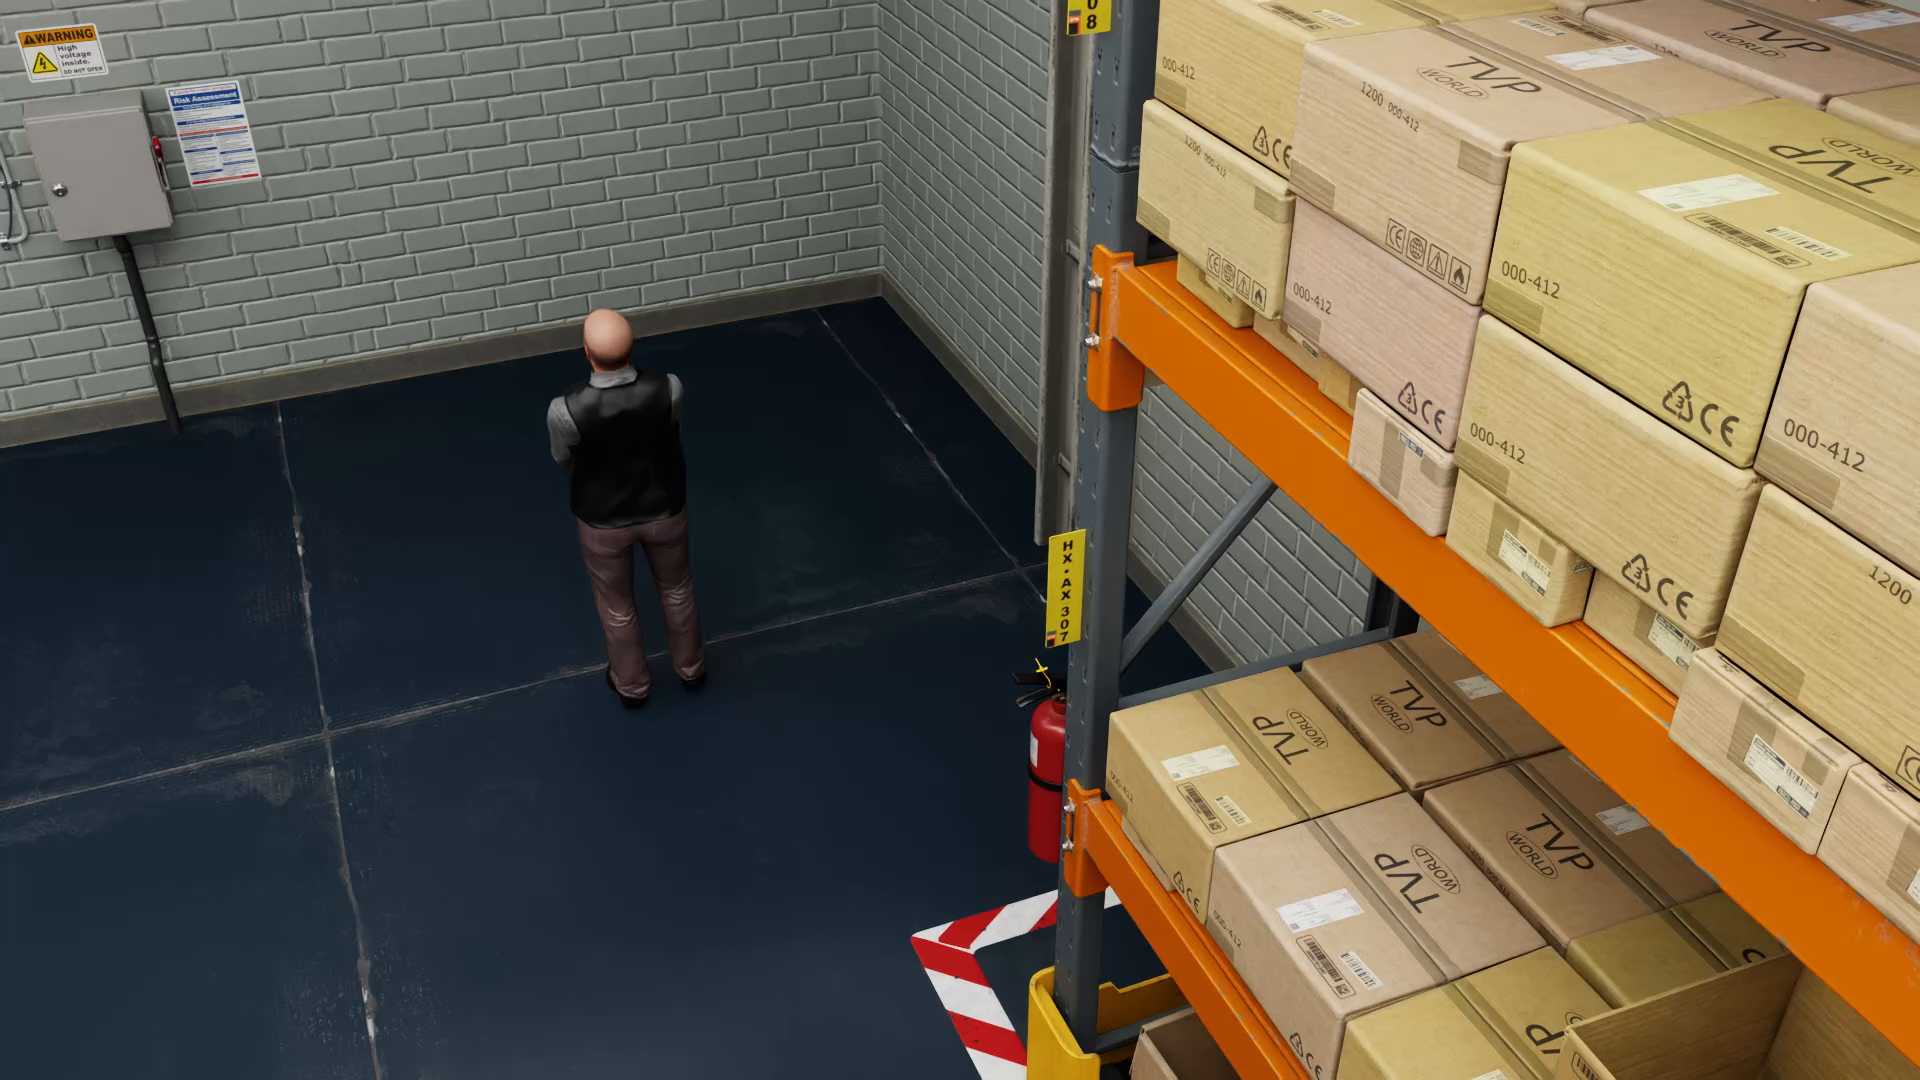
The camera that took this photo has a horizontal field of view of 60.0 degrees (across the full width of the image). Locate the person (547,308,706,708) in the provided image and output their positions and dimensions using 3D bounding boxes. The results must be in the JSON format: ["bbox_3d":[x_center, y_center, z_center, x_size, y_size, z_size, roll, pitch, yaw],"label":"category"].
[{"bbox_3d":[-1.290,-0.149,6.388,0.505,1.723,0.545,-13,36,-20],"label":"person"}]
